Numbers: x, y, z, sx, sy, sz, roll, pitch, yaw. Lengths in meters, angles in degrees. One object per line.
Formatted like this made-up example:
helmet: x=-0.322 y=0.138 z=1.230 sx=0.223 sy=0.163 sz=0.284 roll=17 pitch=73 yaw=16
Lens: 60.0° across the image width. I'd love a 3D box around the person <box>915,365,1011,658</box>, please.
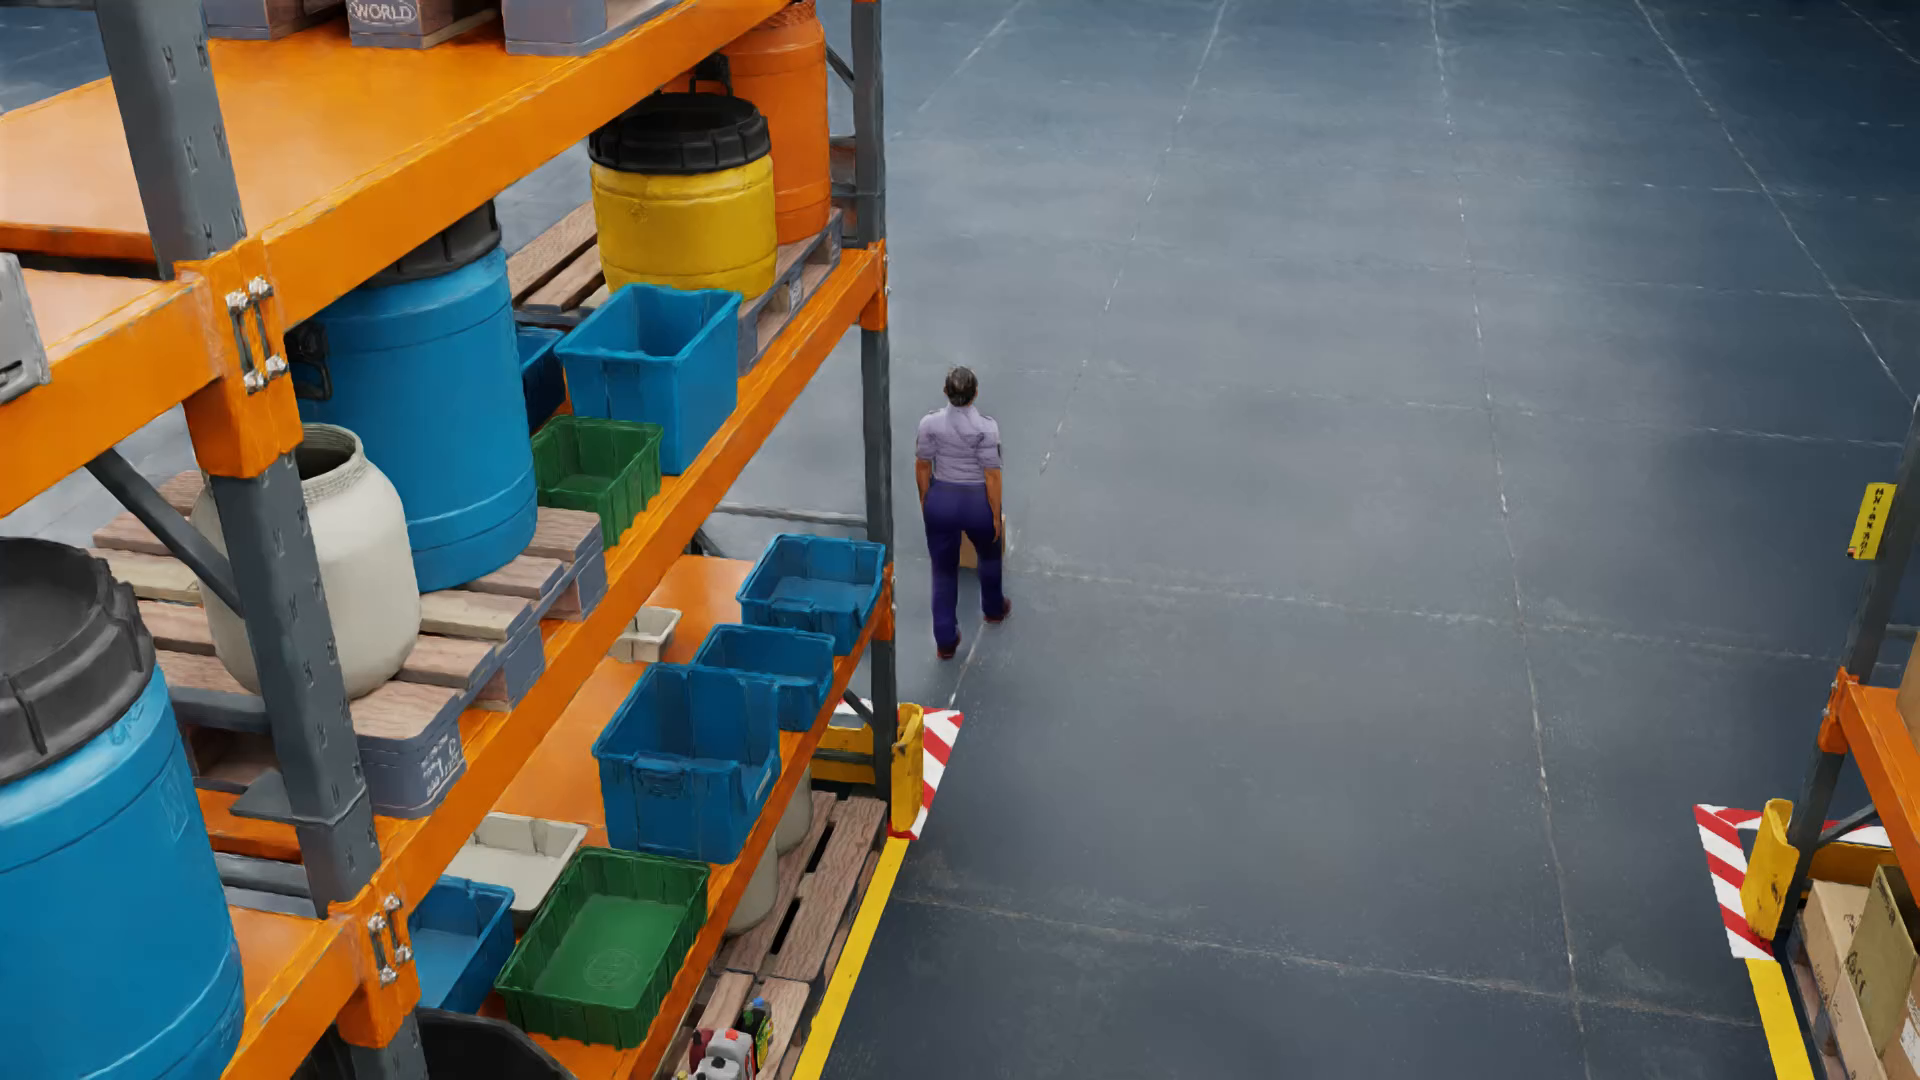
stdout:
person: x=0.012 y=-0.213 z=8.983 sx=0.494 sy=1.638 sz=0.683 roll=4 pitch=29 yaw=7
